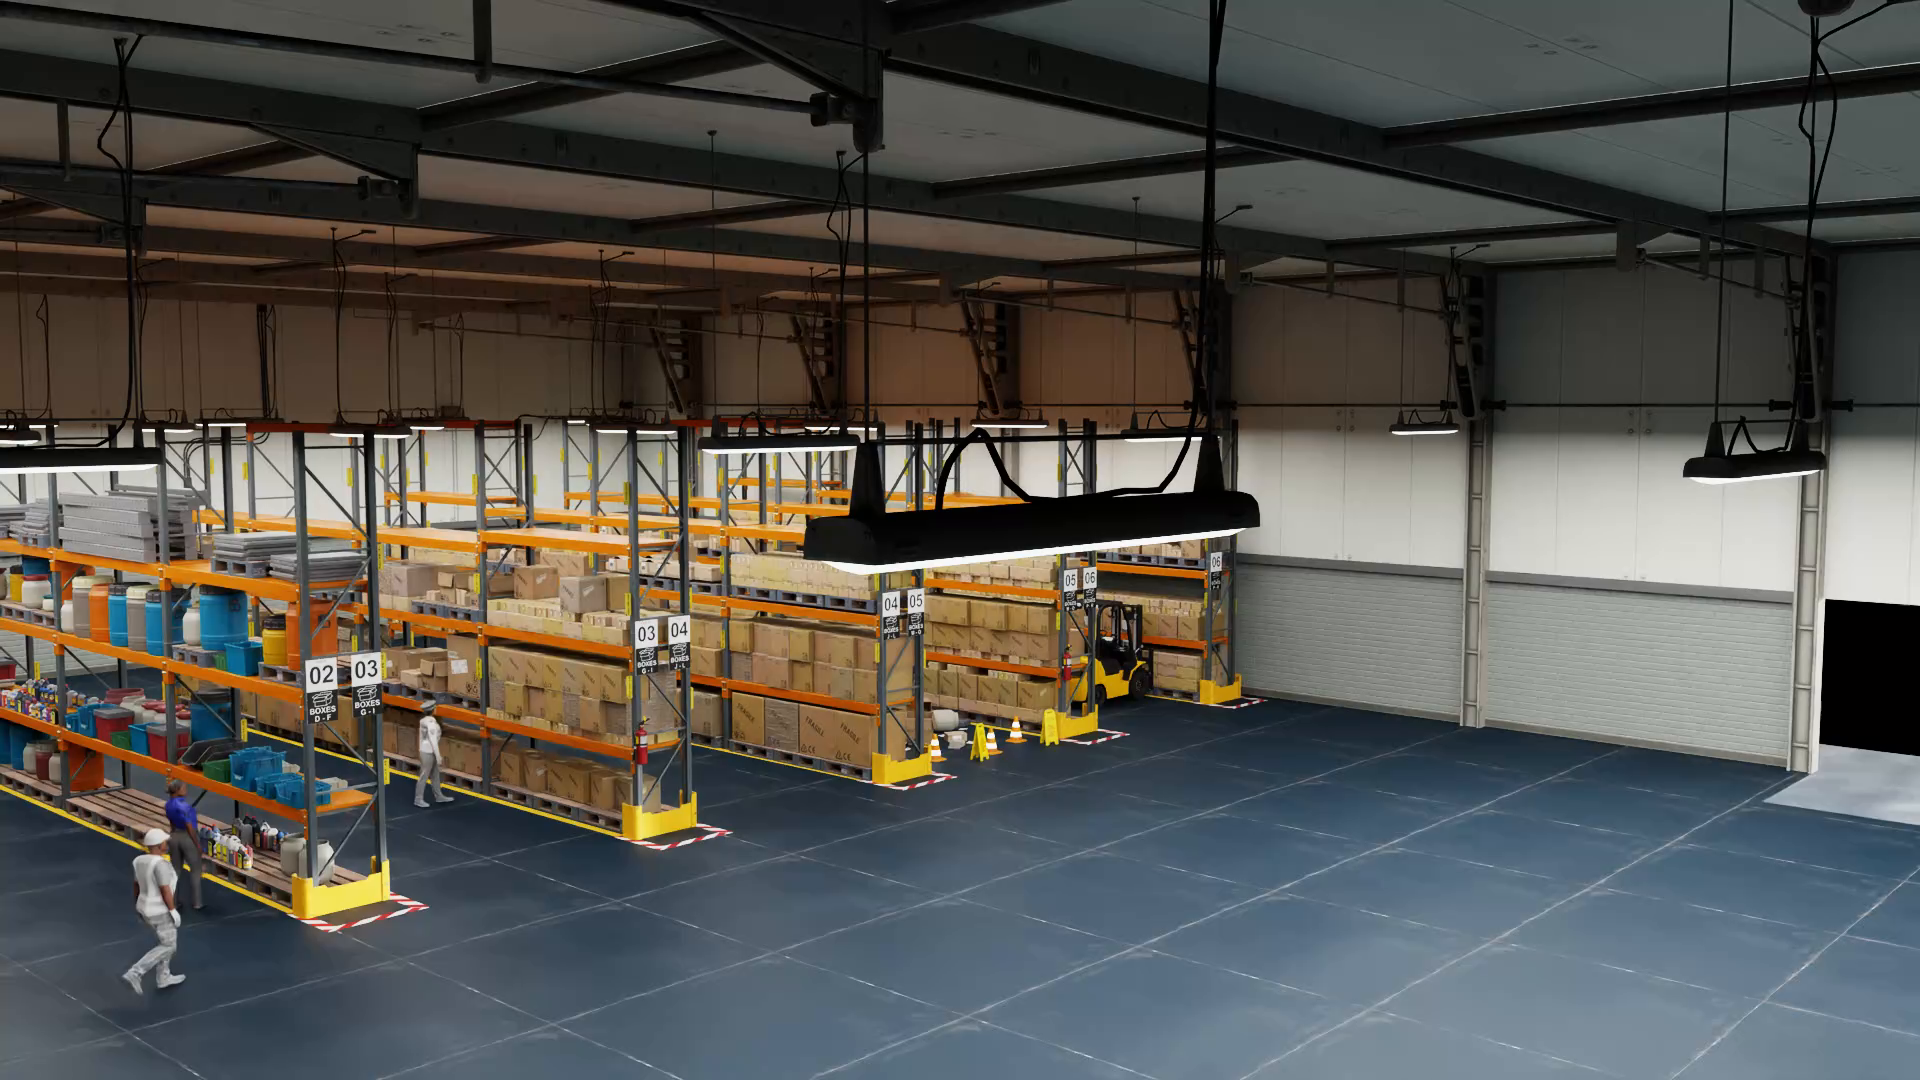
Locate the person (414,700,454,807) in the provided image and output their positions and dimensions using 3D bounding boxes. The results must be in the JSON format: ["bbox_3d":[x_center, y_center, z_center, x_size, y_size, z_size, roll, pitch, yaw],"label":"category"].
[{"bbox_3d":[-8.319,3.355,26.221,0.590,1.672,0.504,-1,5,-14],"label":"person"}]

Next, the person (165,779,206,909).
[{"bbox_3d":[-9.694,3.794,20.825,0.531,1.652,0.389,2,5,18],"label":"person"}]

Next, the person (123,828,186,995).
[{"bbox_3d":[-8.683,3.976,17.851,0.612,1.760,0.709,5,7,45],"label":"person"}]
